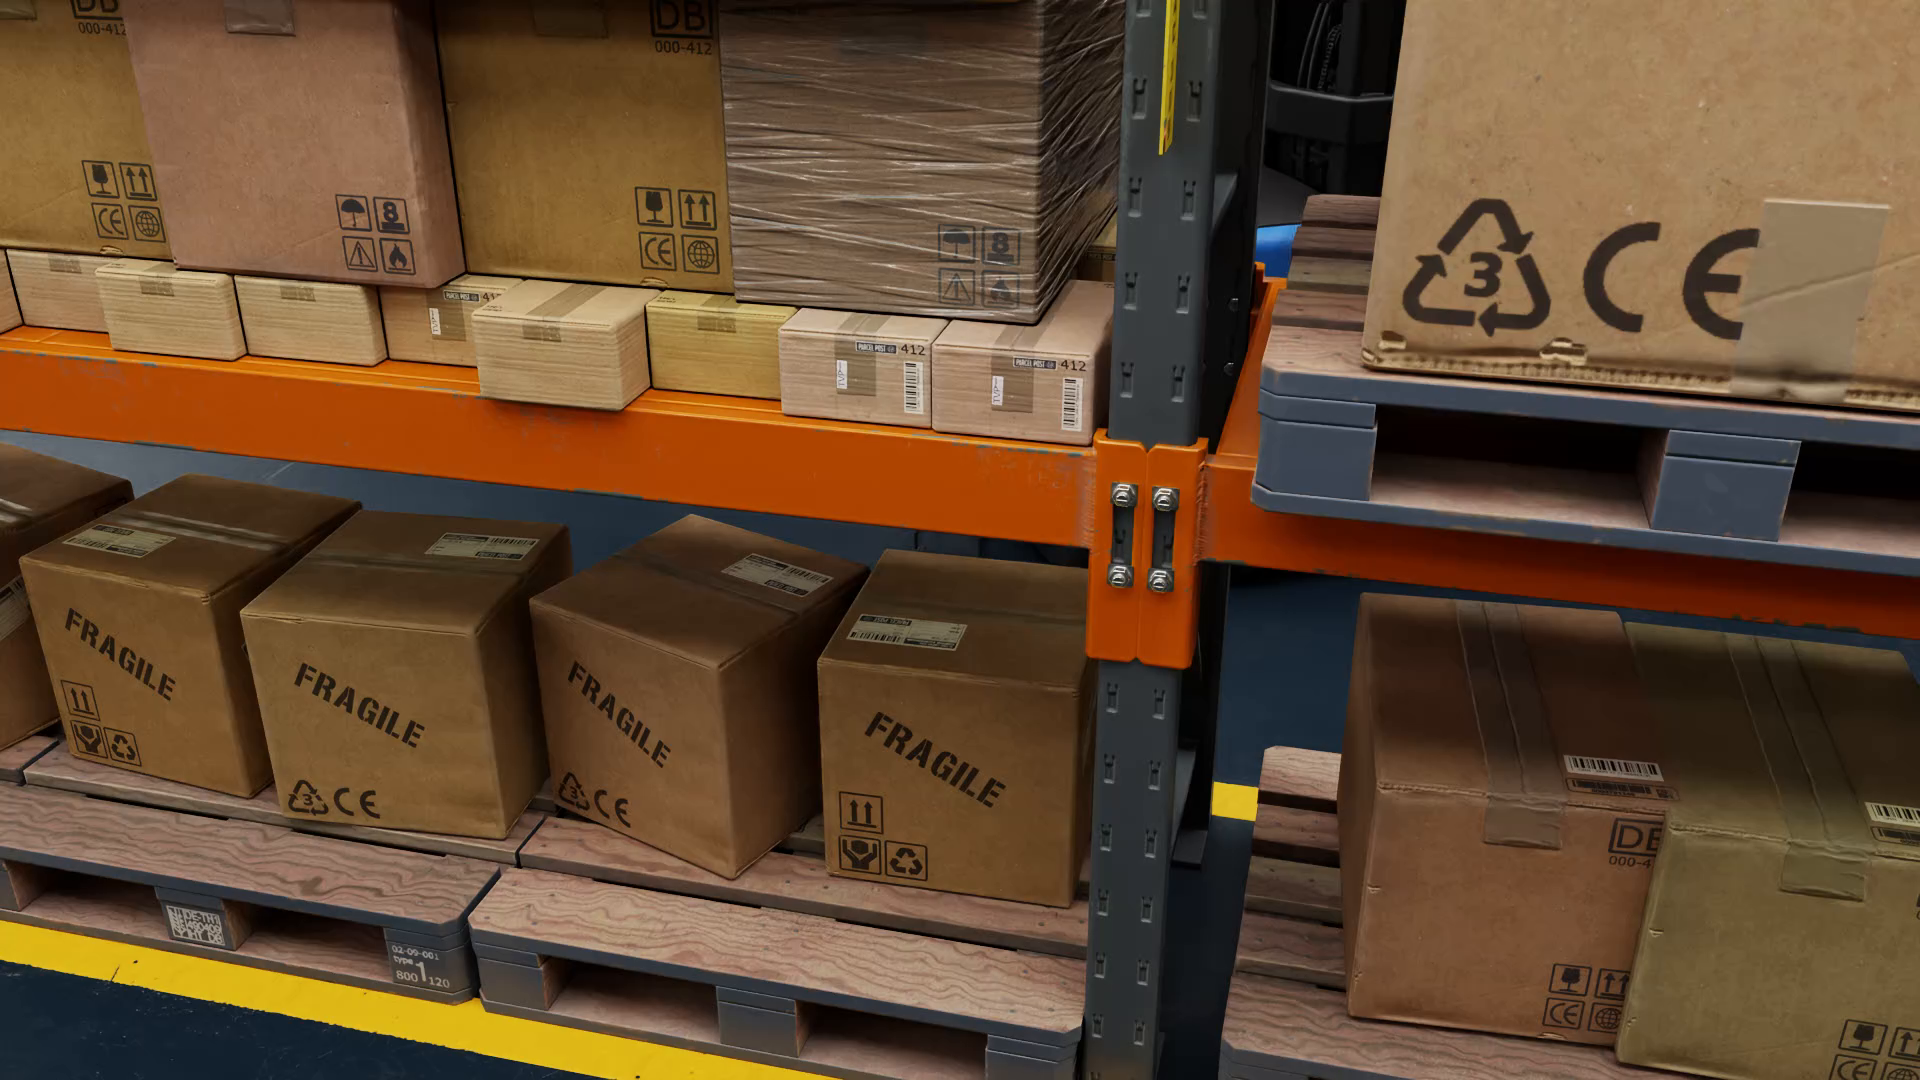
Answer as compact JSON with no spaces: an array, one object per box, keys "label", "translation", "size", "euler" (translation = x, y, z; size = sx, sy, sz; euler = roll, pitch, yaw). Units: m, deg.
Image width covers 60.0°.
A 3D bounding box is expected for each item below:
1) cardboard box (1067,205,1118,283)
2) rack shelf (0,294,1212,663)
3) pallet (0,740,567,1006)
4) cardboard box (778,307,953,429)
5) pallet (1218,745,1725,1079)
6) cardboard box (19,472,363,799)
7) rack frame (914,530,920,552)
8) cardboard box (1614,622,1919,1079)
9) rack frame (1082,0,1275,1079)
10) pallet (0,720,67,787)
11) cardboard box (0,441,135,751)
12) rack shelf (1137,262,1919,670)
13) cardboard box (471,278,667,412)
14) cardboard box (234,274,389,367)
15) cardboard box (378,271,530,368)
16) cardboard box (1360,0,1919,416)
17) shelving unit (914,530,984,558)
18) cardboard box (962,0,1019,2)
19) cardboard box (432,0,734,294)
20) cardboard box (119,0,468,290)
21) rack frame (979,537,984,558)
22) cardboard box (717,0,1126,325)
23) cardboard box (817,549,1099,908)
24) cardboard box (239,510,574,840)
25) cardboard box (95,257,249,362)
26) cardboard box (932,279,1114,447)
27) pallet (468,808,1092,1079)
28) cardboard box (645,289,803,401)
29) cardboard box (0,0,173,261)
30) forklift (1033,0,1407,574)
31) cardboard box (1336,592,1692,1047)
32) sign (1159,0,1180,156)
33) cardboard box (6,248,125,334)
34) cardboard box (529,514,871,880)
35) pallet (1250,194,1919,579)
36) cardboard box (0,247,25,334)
[{"label":"cardboard box","translation":[0.272,-0.545,3.198],"size":[0.250,0.149,0.380],"euler":[6,26,13]},{"label":"rack shelf","translation":[-1.532,-0.400,3.437],"size":[4.000,0.370,1.077],"euler":[6,26,13]},{"label":"pallet","translation":[-1.439,0.562,3.824],"size":[1.213,0.211,1.003],"euler":[6,26,13]},{"label":"cardboard box","translation":[-0.116,-0.328,2.742],"size":[0.250,0.149,0.380],"euler":[6,26,13]},{"label":"pallet","translation":[1.160,0.831,3.258],"size":[1.213,0.211,1.003],"euler":[6,26,13]},{"label":"cardboard box","translation":[-1.679,0.199,3.762],"size":[0.500,0.500,0.500],"euler":[9,27,18]},{"label":"rack frame","translation":[-0.114,-0.409,5.061],"size":[0.006,0.900,0.240],"euler":[5,26,11]},{"label":"cardboard box","translation":[1.452,0.553,2.994],"size":[0.500,0.500,0.700],"euler":[6,26,13]},{"label":"rack frame","translation":[0.405,-0.510,2.832],"size":[0.127,3.000,1.000],"euler":[6,26,13]},{"label":"pallet","translation":[-2.617,0.430,4.101],"size":[1.213,0.211,1.003],"euler":[6,26,13]},{"label":"cardboard box","translation":[-2.281,0.124,3.919],"size":[0.500,0.500,0.500],"euler":[14,29,26]},{"label":"rack shelf","translation":[2.342,0.029,2.537],"size":[4.000,0.370,1.077],"euler":[6,26,13]},{"label":"cardboard box","translation":[-0.613,-0.360,2.810],"size":[0.250,0.149,0.380],"euler":[6,26,13]},{"label":"cardboard box","translation":[-1.075,-0.452,3.002],"size":[0.250,0.149,0.380],"euler":[6,26,13]},{"label":"cardboard box","translation":[-0.822,-0.442,2.981],"size":[0.250,0.149,0.380],"euler":[6,26,13]},{"label":"cardboard box","translation":[1.140,-0.827,2.312],"size":[1.000,1.000,1.000],"euler":[6,26,13]},{"label":"shelving unit","translation":[-0.014,-0.400,5.043],"size":[0.210,0.900,0.258],"euler":[5,26,11]},{"label":"cardboard box","translation":[-0.099,-1.075,2.392],"size":[0.500,0.500,0.500],"euler":[6,26,13]},{"label":"cardboard box","translation":[-0.491,-0.832,3.045],"size":[0.500,0.500,0.875],"euler":[6,26,13]},{"label":"cardboard box","translation":[-1.000,-0.843,3.070],"size":[0.500,0.500,0.875],"euler":[6,26,13]},{"label":"rack frame","translation":[0.085,-0.391,5.024],"size":[0.006,0.900,0.240],"euler":[5,26,11]},{"label":"cardboard box","translation":[-0.015,-0.764,2.902],"size":[0.500,0.500,0.875],"euler":[6,26,13]},{"label":"cardboard box","translation":[0.028,0.369,3.404],"size":[0.500,0.500,0.500],"euler":[6,26,11]},{"label":"cardboard box","translation":[-1.150,0.277,3.597],"size":[0.500,0.500,0.500],"euler":[4,26,8]},{"label":"cardboard box","translation":[-1.325,-0.464,3.028],"size":[0.250,0.149,0.380],"euler":[6,26,13]},{"label":"cardboard box","translation":[0.124,-0.297,2.678],"size":[0.250,0.149,0.380],"euler":[6,26,13]},{"label":"pallet","translation":[-0.254,0.692,3.552],"size":[1.213,0.211,1.003],"euler":[6,26,13]},{"label":"cardboard box","translation":[-0.343,-0.380,2.851],"size":[0.250,0.149,0.380],"euler":[6,26,13]},{"label":"cardboard box","translation":[-1.474,-0.914,3.218],"size":[0.500,0.500,0.875],"euler":[6,26,13]},{"label":"forklift","translation":[1.592,-1.533,5.060],"size":[3.031,2.935,1.130],"euler":[-9,27,-18]},{"label":"cardboard box","translation":[0.994,0.494,3.118],"size":[0.500,0.500,0.700],"euler":[4,26,9]},{"label":"sign","translation":[0.277,-0.674,2.170],"size":[0.005,0.325,0.100],"euler":[6,26,13]},{"label":"cardboard box","translation":[-1.548,-0.523,3.151],"size":[0.250,0.149,0.380],"euler":[6,26,13]},{"label":"cardboard box","translation":[-0.529,0.311,3.526],"size":[0.500,0.500,0.500],"euler":[15,30,29]},{"label":"pallet","translation":[1.109,-0.281,2.574],"size":[1.213,0.211,1.003],"euler":[6,26,13]},{"label":"cardboard box","translation":[-1.824,-0.494,3.091],"size":[0.250,0.149,0.380],"euler":[6,26,13]}]
